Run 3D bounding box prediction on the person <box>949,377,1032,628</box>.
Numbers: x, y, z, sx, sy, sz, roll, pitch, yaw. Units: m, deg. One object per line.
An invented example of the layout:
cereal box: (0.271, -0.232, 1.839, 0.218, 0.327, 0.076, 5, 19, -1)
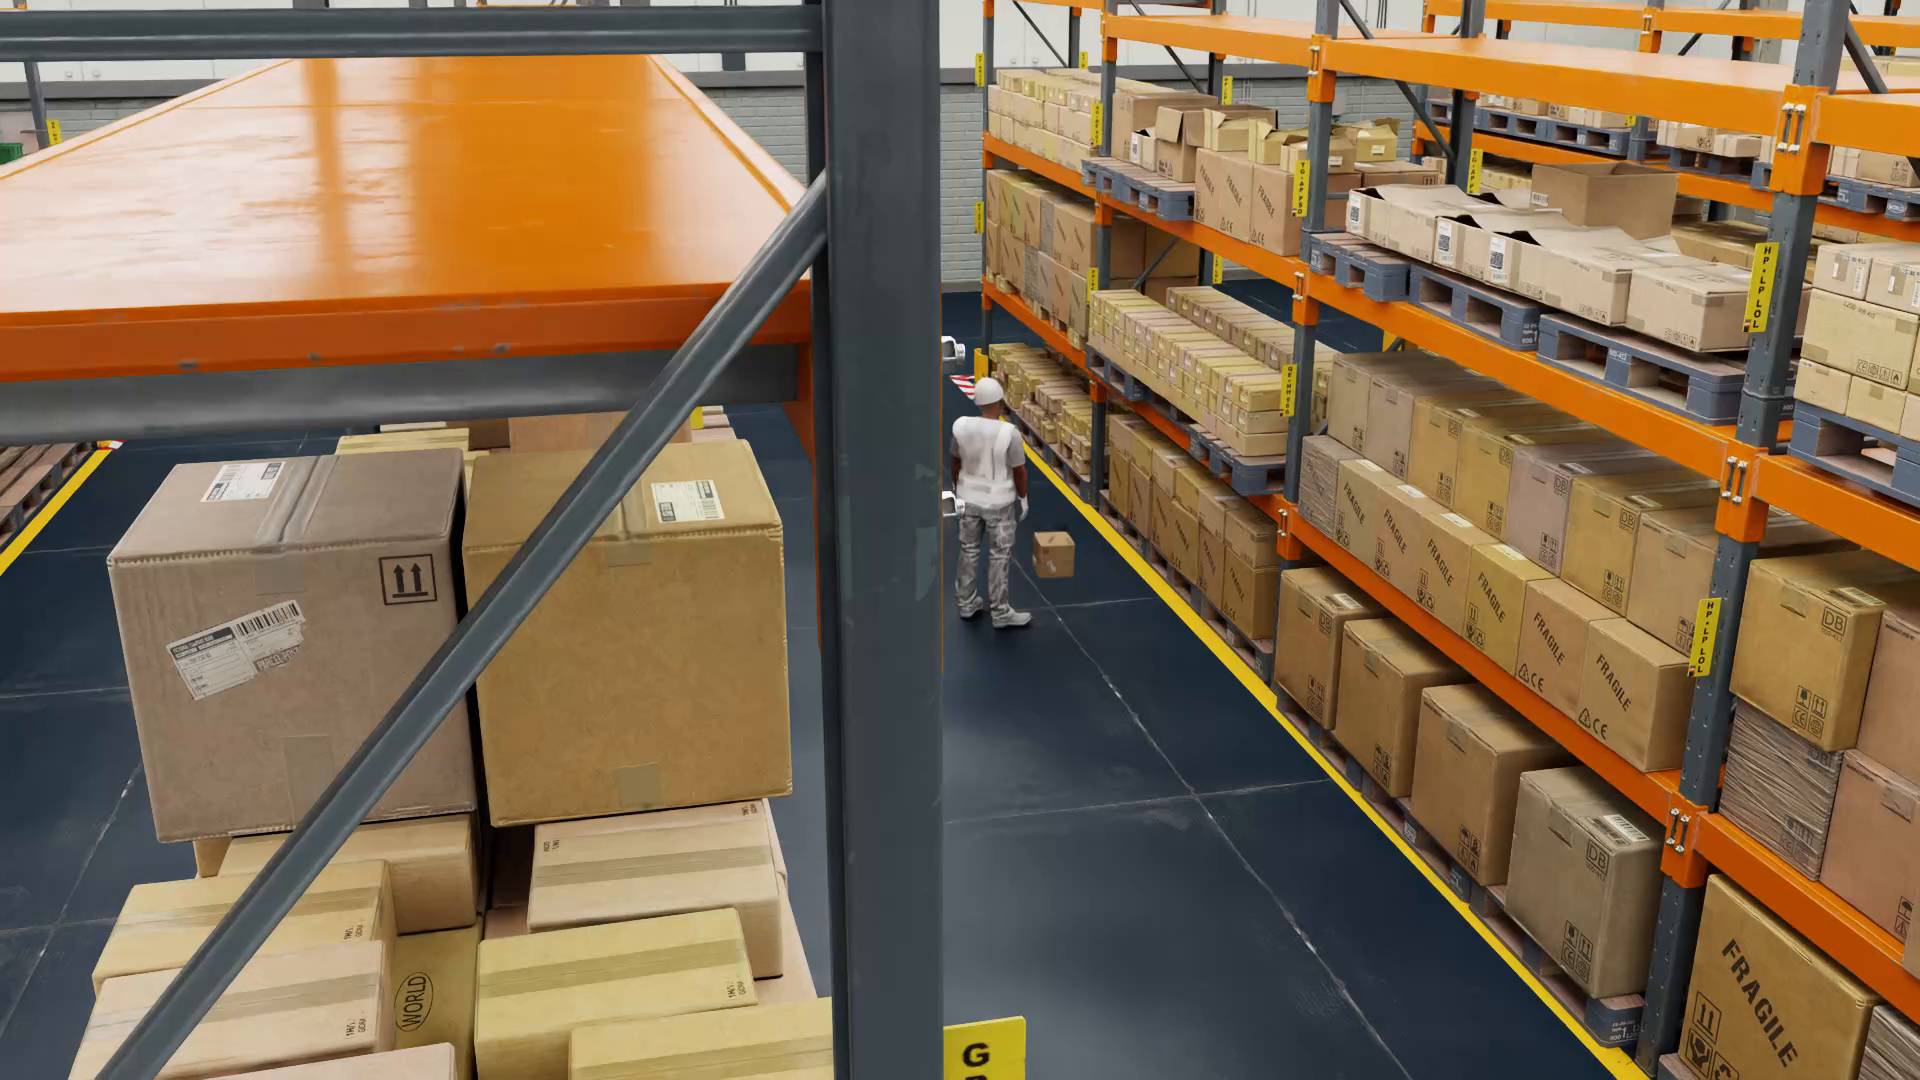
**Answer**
person: (0.194, -0.282, 11.753, 0.637, 1.794, 0.396, 10, 22, 26)
